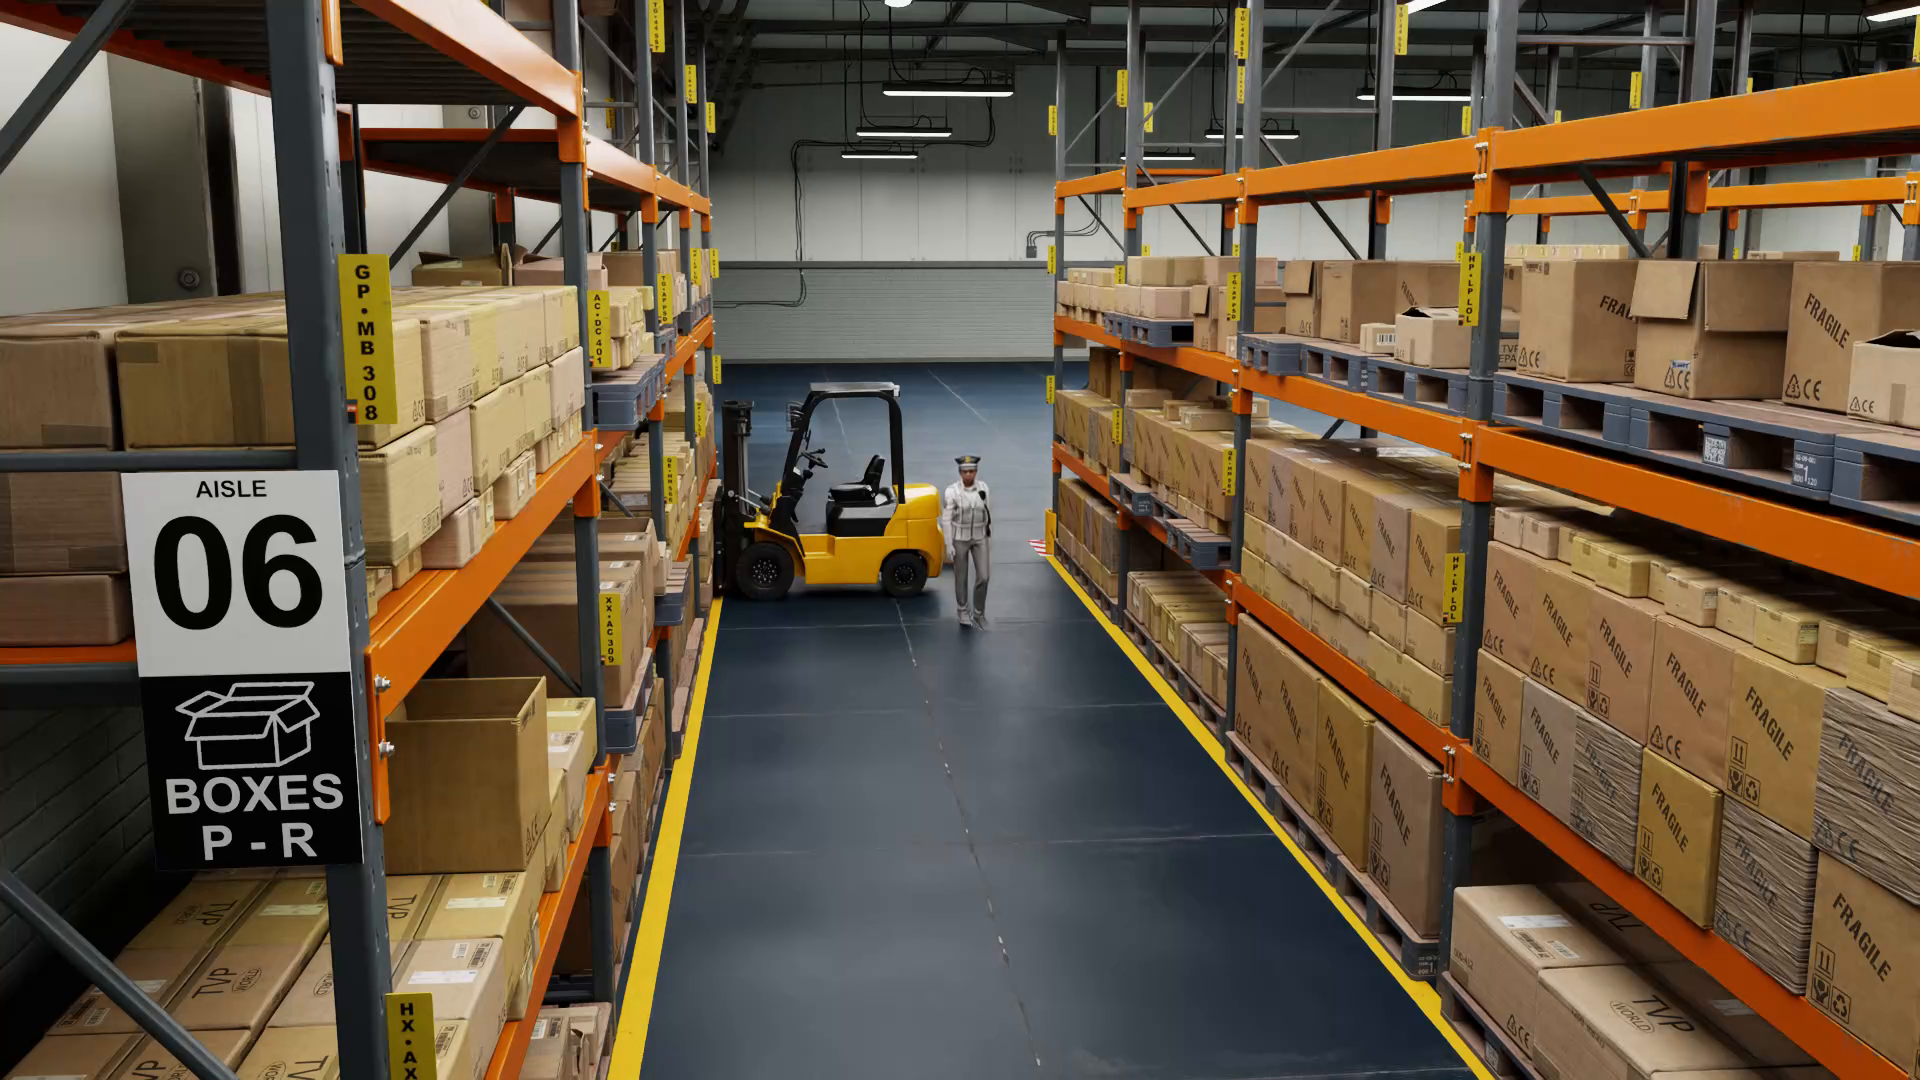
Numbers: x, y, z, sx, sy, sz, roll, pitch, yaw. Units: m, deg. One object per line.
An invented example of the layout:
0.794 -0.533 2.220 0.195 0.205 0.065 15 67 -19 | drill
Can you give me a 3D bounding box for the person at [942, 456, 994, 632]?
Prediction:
0.066 0.027 15.781 0.512 1.718 0.498 -2 10 -11 | person
